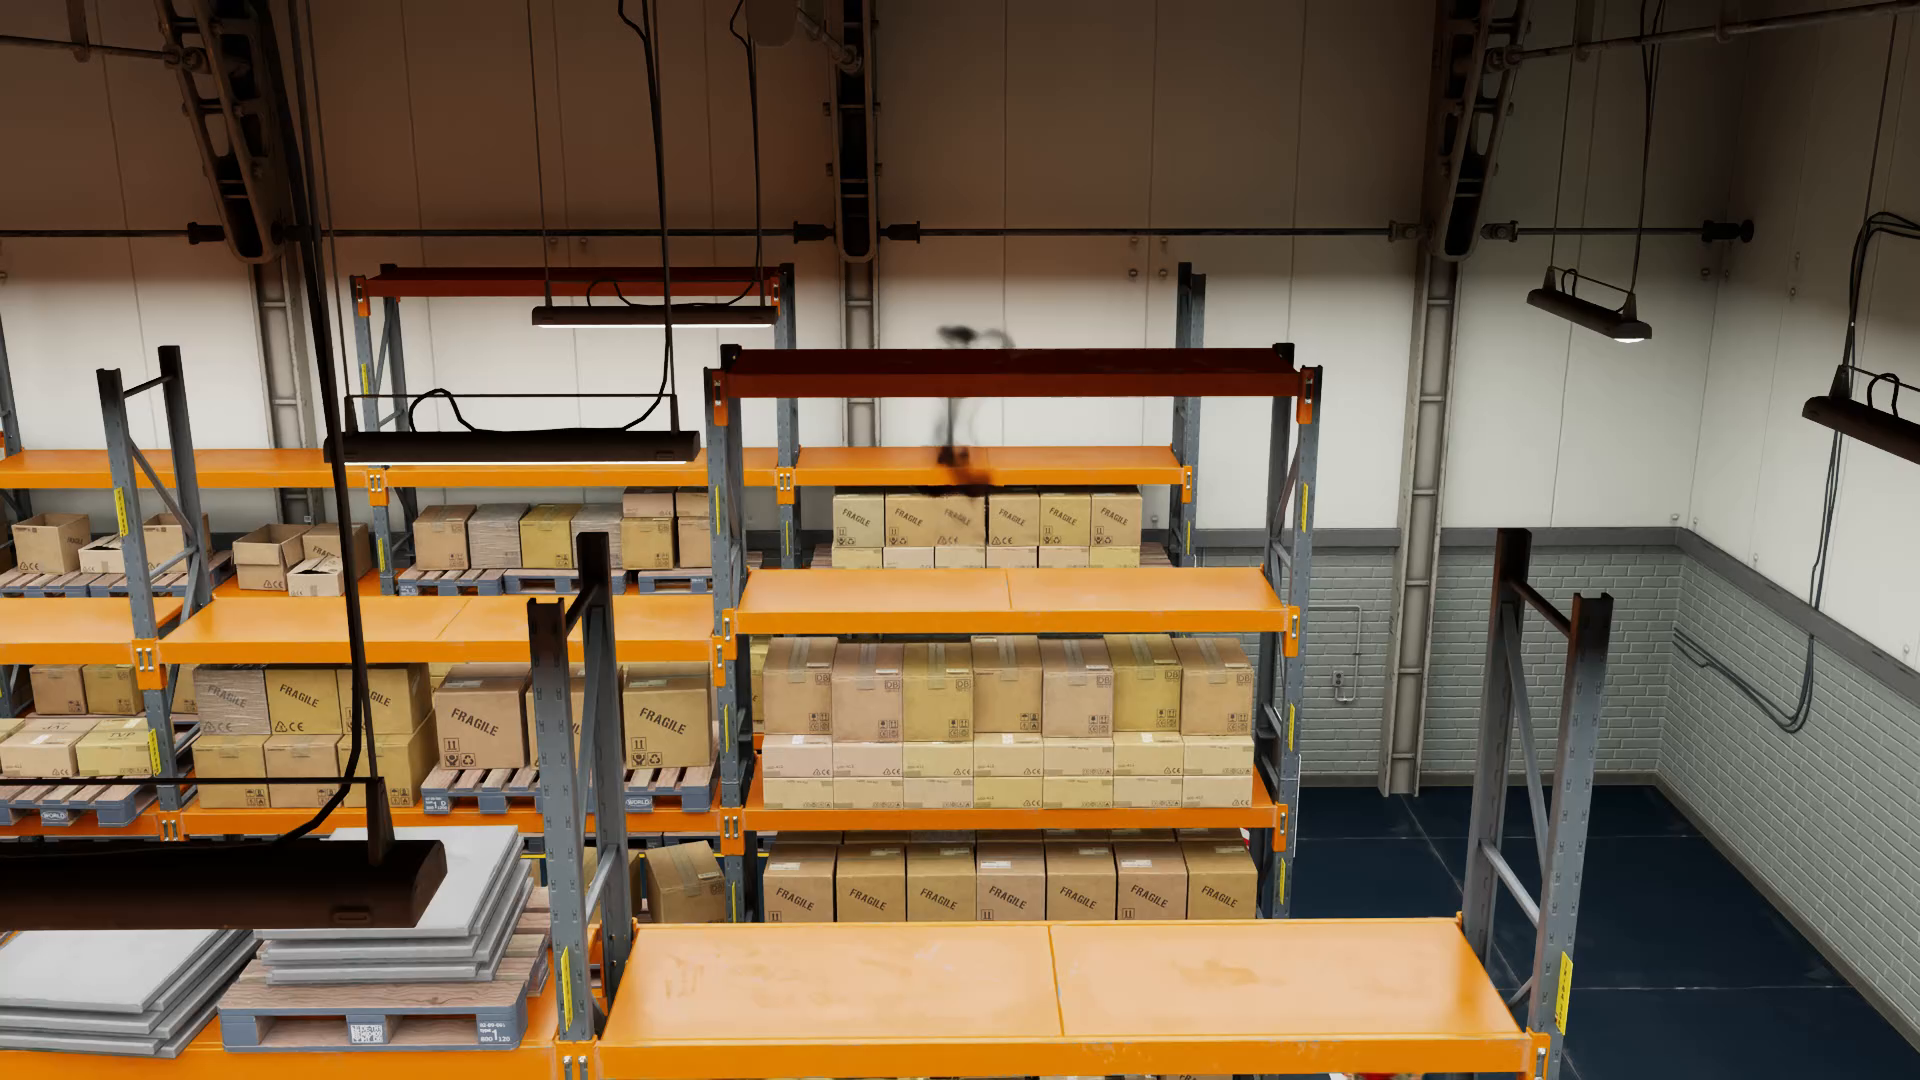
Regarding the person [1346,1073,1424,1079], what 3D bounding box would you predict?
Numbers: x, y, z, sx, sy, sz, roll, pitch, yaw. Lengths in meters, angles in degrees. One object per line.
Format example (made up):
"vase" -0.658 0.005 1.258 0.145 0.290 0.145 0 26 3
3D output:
"person" 3.041 3.931 12.073 0.709 1.715 0.893 11 19 33
